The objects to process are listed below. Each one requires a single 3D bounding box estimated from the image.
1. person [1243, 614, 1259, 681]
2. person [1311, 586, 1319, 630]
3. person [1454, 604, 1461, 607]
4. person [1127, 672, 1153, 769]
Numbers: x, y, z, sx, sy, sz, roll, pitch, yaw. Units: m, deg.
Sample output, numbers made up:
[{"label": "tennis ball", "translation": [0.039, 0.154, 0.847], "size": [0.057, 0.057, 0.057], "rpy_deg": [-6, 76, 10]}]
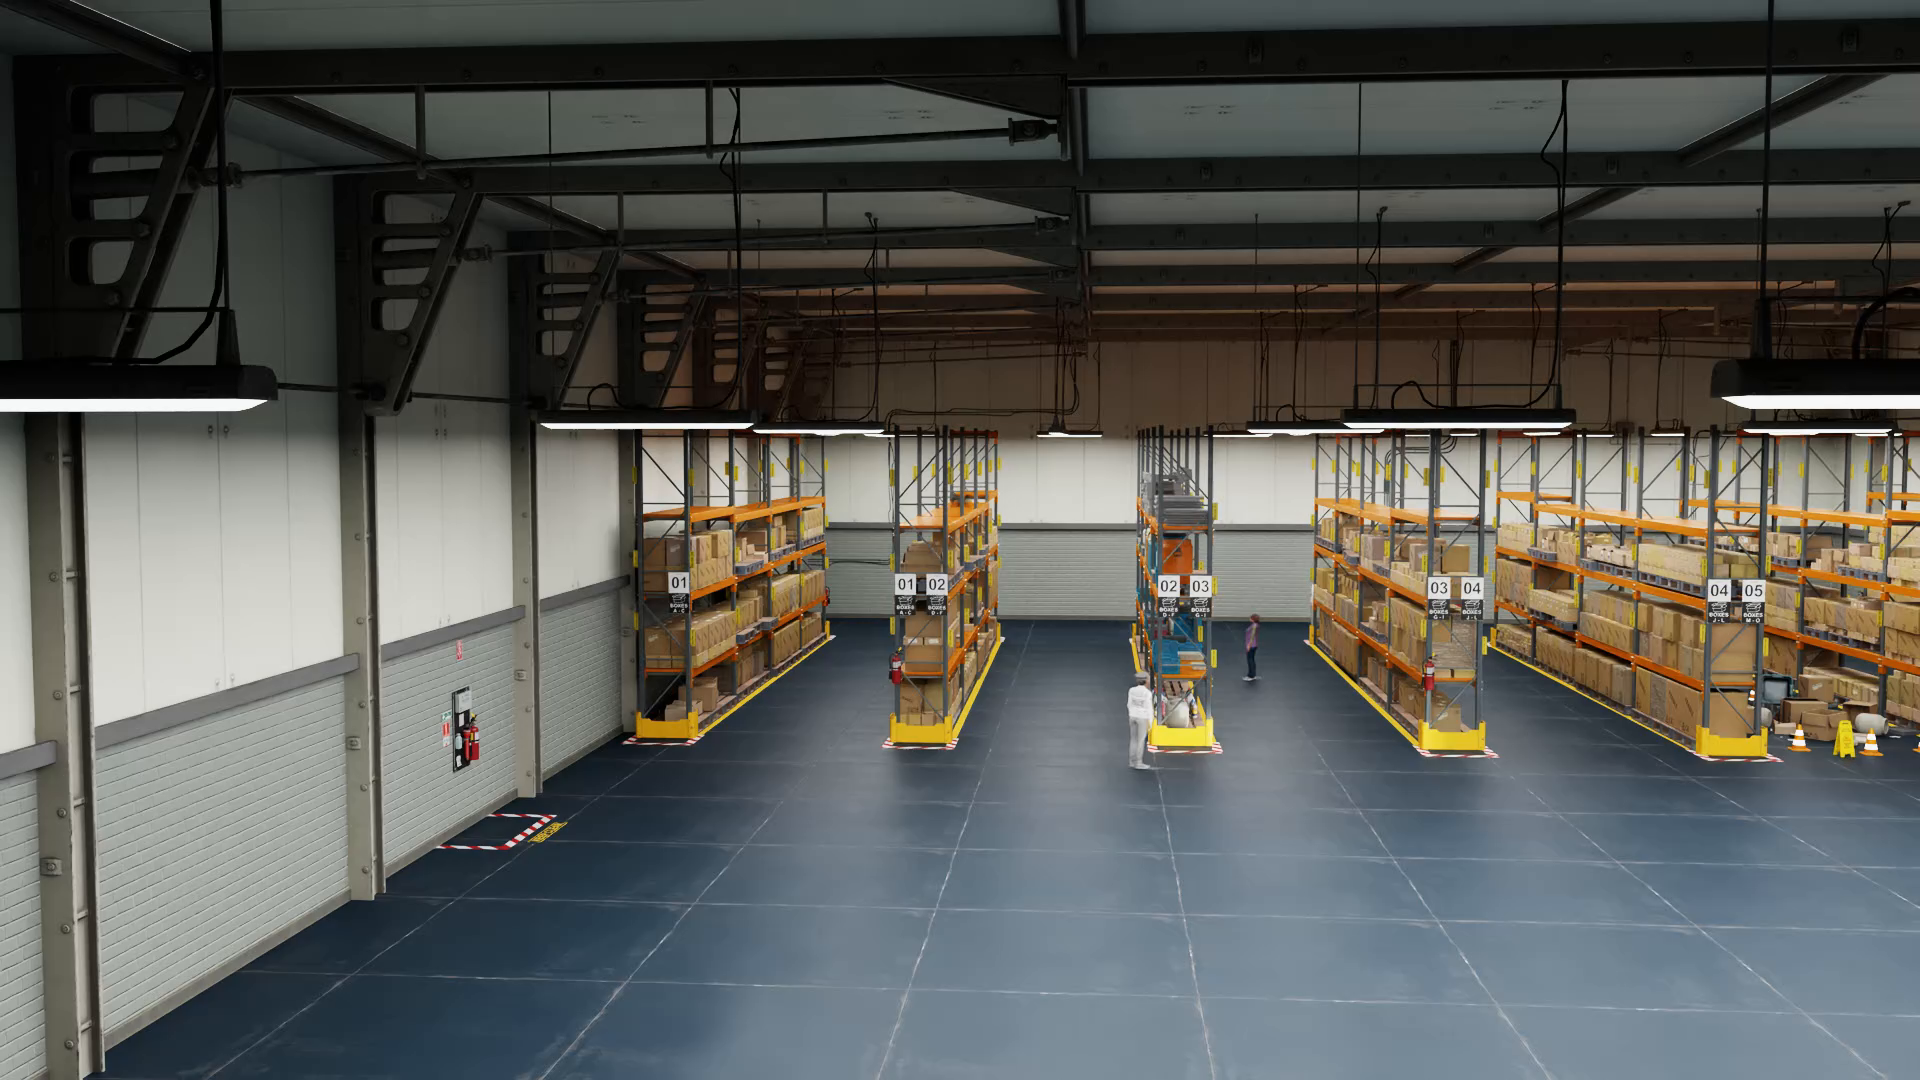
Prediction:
[{"label": "person", "translation": [6.912, 2.557, 39.630], "size": [0.391, 1.585, 0.436], "rpy_deg": [1, 4, 22]}, {"label": "person", "translation": [10.804, 1.909, 49.825], "size": [0.576, 1.679, 0.427], "rpy_deg": [1, 3, 9]}, {"label": "person", "translation": [13.468, 2.212, 44.687], "size": [0.498, 1.716, 0.995], "rpy_deg": [0, 3, 6]}, {"label": "person", "translation": [3.140, 3.145, 28.937], "size": [0.503, 1.684, 0.345], "rpy_deg": [3, 5, 42]}]
